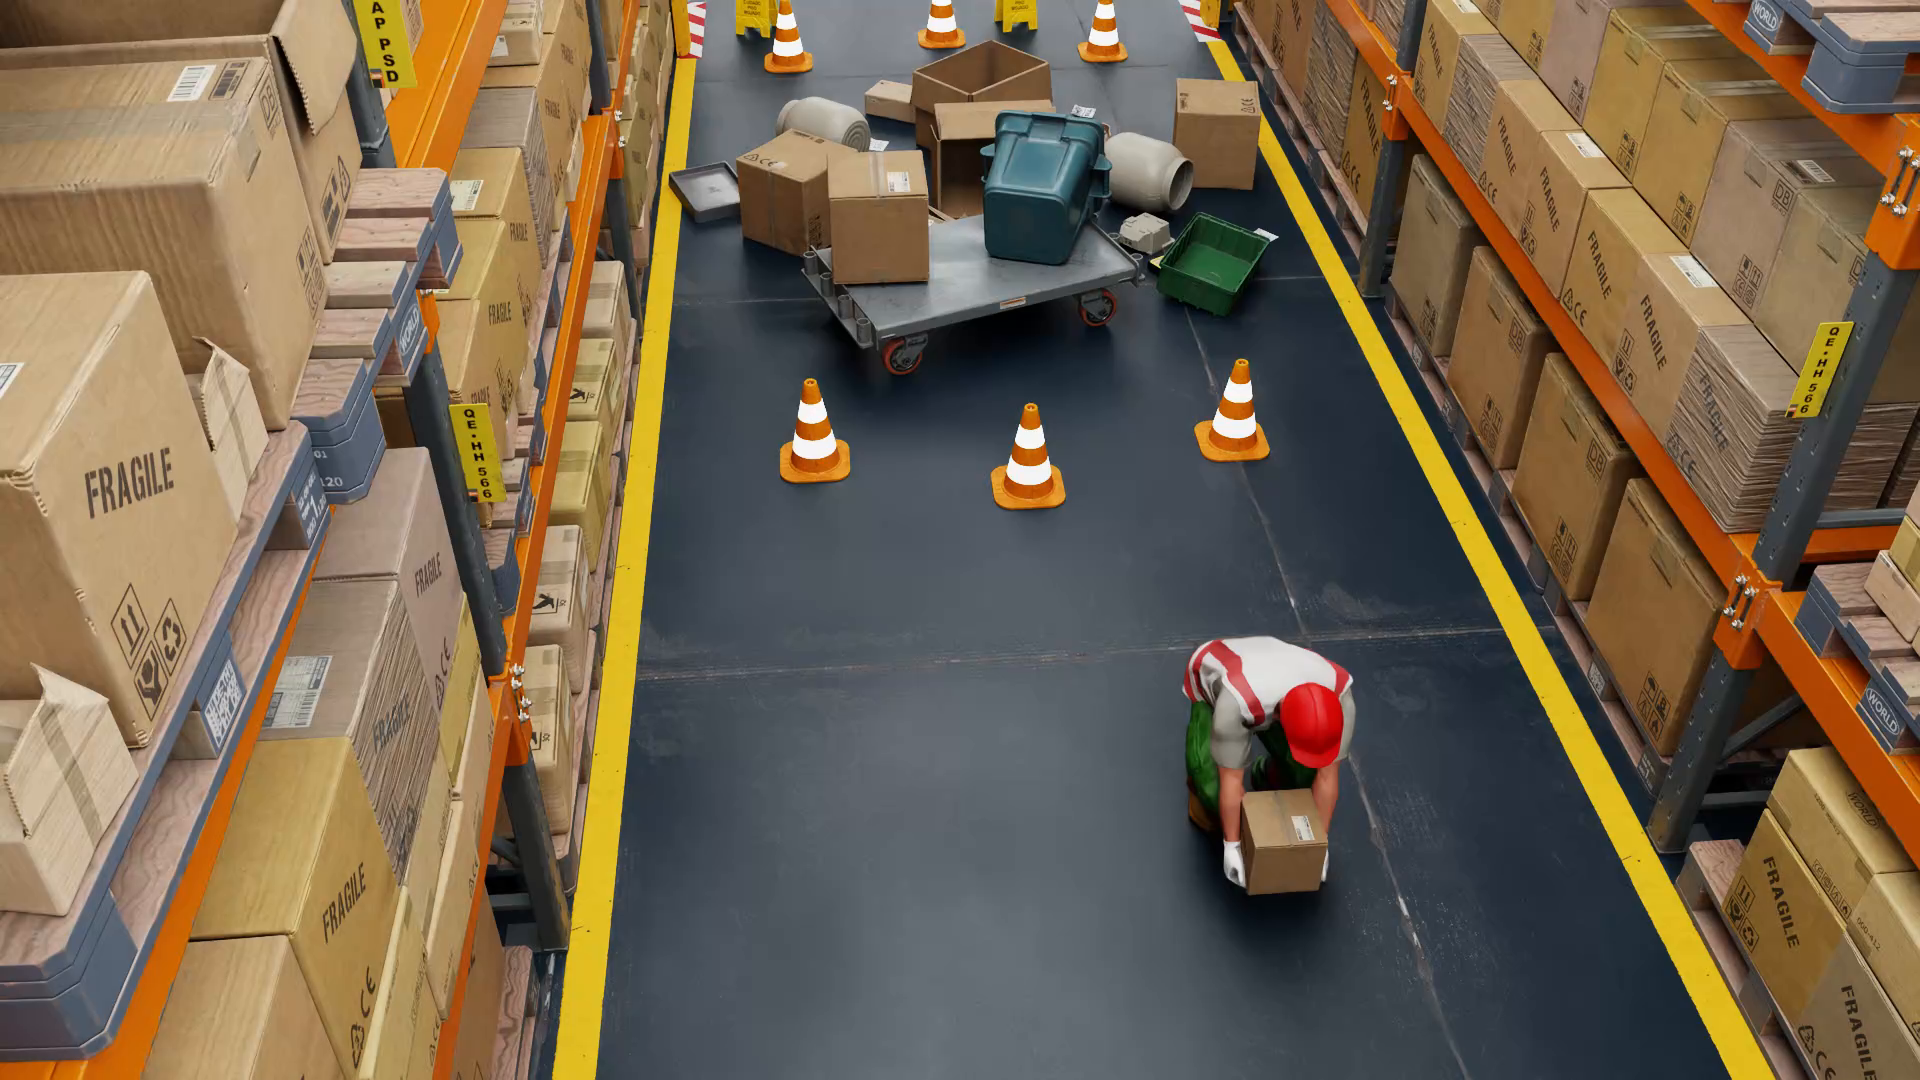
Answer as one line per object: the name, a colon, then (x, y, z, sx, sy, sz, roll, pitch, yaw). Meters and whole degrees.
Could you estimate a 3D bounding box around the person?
person: (1.085, 0.741, 5.933, 0.543, 0.894, 0.903, -4, 39, -5)
